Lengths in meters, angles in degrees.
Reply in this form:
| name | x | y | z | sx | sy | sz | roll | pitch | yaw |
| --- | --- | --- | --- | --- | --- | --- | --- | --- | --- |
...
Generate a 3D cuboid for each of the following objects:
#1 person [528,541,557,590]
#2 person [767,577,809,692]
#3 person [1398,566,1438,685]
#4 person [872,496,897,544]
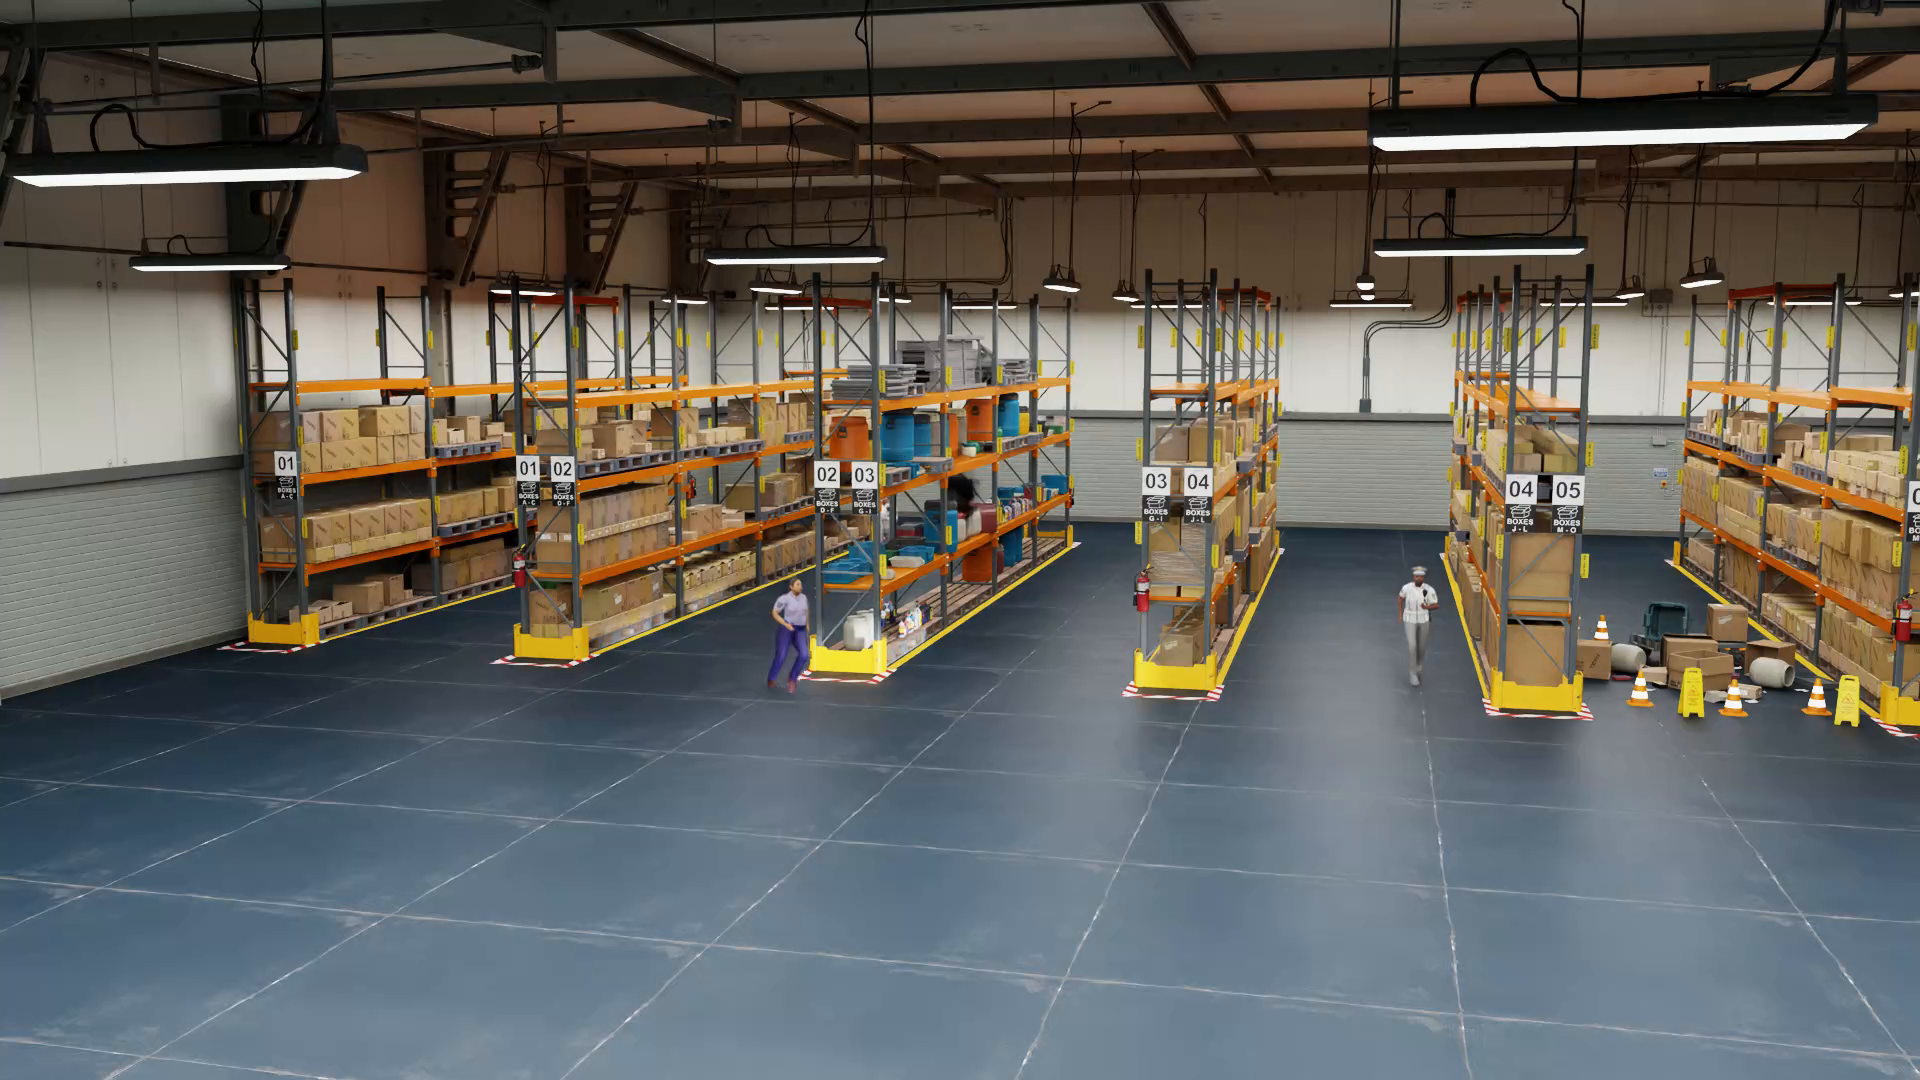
| name | x | y | z | sx | sy | sz | roll | pitch | yaw |
| --- | --- | --- | --- | --- | --- | --- | --- | --- | --- |
| person | -7.376 | 0.562 | 29.795 | 0.643 | 1.758 | 0.873 | 0 | 7 | 1 |
| person | -2.402 | 1.357 | 23.911 | 0.681 | 1.647 | 0.657 | -4 | 8 | -32 |
| person | 6.728 | 1.212 | 24.454 | 0.567 | 1.697 | 0.933 | 2 | 7 | 13 |
| person | -1.651 | -0.202 | 36.350 | 0.557 | 1.728 | 0.838 | 1 | 7 | 5 |
